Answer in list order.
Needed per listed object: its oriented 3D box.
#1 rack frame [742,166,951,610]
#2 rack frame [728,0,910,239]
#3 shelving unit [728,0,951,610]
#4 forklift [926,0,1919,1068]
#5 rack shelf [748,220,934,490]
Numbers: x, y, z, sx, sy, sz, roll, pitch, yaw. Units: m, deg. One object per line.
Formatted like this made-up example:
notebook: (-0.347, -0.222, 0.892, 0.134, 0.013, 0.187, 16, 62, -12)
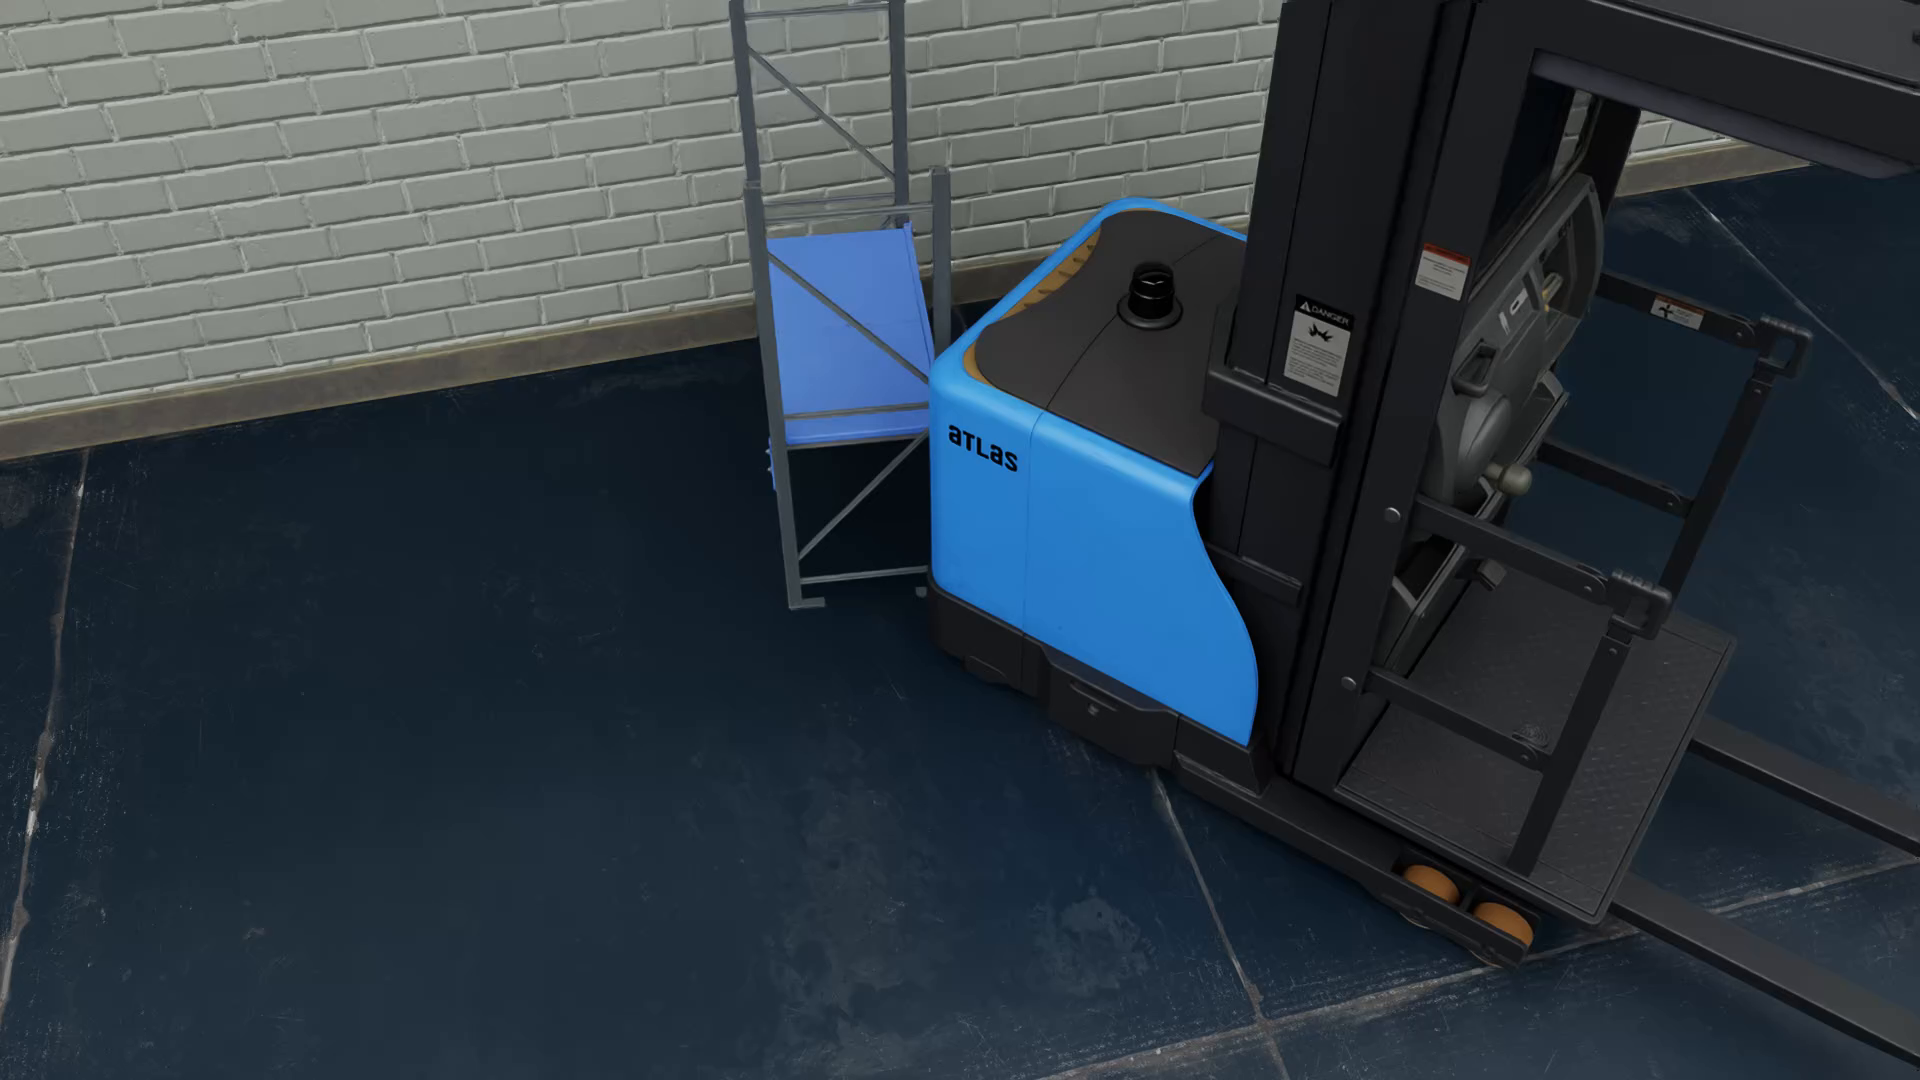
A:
rack frame: (-0.273, -0.349, 4.542, 0.500, 1.500, 0.032, -6, 46, -5)
rack frame: (-0.411, -1.068, 5.247, 0.500, 1.500, 0.032, -6, 46, -5)
shelving unit: (-0.342, -0.709, 4.894, 0.538, 1.500, 1.048, -6, 46, -5)
forklift: (1.404, -0.387, 3.577, 3.031, 2.935, 1.130, 27, 51, 24)
rack shelf: (-0.342, -0.583, 5.023, 0.538, 0.185, 1.000, -6, 46, -5)
